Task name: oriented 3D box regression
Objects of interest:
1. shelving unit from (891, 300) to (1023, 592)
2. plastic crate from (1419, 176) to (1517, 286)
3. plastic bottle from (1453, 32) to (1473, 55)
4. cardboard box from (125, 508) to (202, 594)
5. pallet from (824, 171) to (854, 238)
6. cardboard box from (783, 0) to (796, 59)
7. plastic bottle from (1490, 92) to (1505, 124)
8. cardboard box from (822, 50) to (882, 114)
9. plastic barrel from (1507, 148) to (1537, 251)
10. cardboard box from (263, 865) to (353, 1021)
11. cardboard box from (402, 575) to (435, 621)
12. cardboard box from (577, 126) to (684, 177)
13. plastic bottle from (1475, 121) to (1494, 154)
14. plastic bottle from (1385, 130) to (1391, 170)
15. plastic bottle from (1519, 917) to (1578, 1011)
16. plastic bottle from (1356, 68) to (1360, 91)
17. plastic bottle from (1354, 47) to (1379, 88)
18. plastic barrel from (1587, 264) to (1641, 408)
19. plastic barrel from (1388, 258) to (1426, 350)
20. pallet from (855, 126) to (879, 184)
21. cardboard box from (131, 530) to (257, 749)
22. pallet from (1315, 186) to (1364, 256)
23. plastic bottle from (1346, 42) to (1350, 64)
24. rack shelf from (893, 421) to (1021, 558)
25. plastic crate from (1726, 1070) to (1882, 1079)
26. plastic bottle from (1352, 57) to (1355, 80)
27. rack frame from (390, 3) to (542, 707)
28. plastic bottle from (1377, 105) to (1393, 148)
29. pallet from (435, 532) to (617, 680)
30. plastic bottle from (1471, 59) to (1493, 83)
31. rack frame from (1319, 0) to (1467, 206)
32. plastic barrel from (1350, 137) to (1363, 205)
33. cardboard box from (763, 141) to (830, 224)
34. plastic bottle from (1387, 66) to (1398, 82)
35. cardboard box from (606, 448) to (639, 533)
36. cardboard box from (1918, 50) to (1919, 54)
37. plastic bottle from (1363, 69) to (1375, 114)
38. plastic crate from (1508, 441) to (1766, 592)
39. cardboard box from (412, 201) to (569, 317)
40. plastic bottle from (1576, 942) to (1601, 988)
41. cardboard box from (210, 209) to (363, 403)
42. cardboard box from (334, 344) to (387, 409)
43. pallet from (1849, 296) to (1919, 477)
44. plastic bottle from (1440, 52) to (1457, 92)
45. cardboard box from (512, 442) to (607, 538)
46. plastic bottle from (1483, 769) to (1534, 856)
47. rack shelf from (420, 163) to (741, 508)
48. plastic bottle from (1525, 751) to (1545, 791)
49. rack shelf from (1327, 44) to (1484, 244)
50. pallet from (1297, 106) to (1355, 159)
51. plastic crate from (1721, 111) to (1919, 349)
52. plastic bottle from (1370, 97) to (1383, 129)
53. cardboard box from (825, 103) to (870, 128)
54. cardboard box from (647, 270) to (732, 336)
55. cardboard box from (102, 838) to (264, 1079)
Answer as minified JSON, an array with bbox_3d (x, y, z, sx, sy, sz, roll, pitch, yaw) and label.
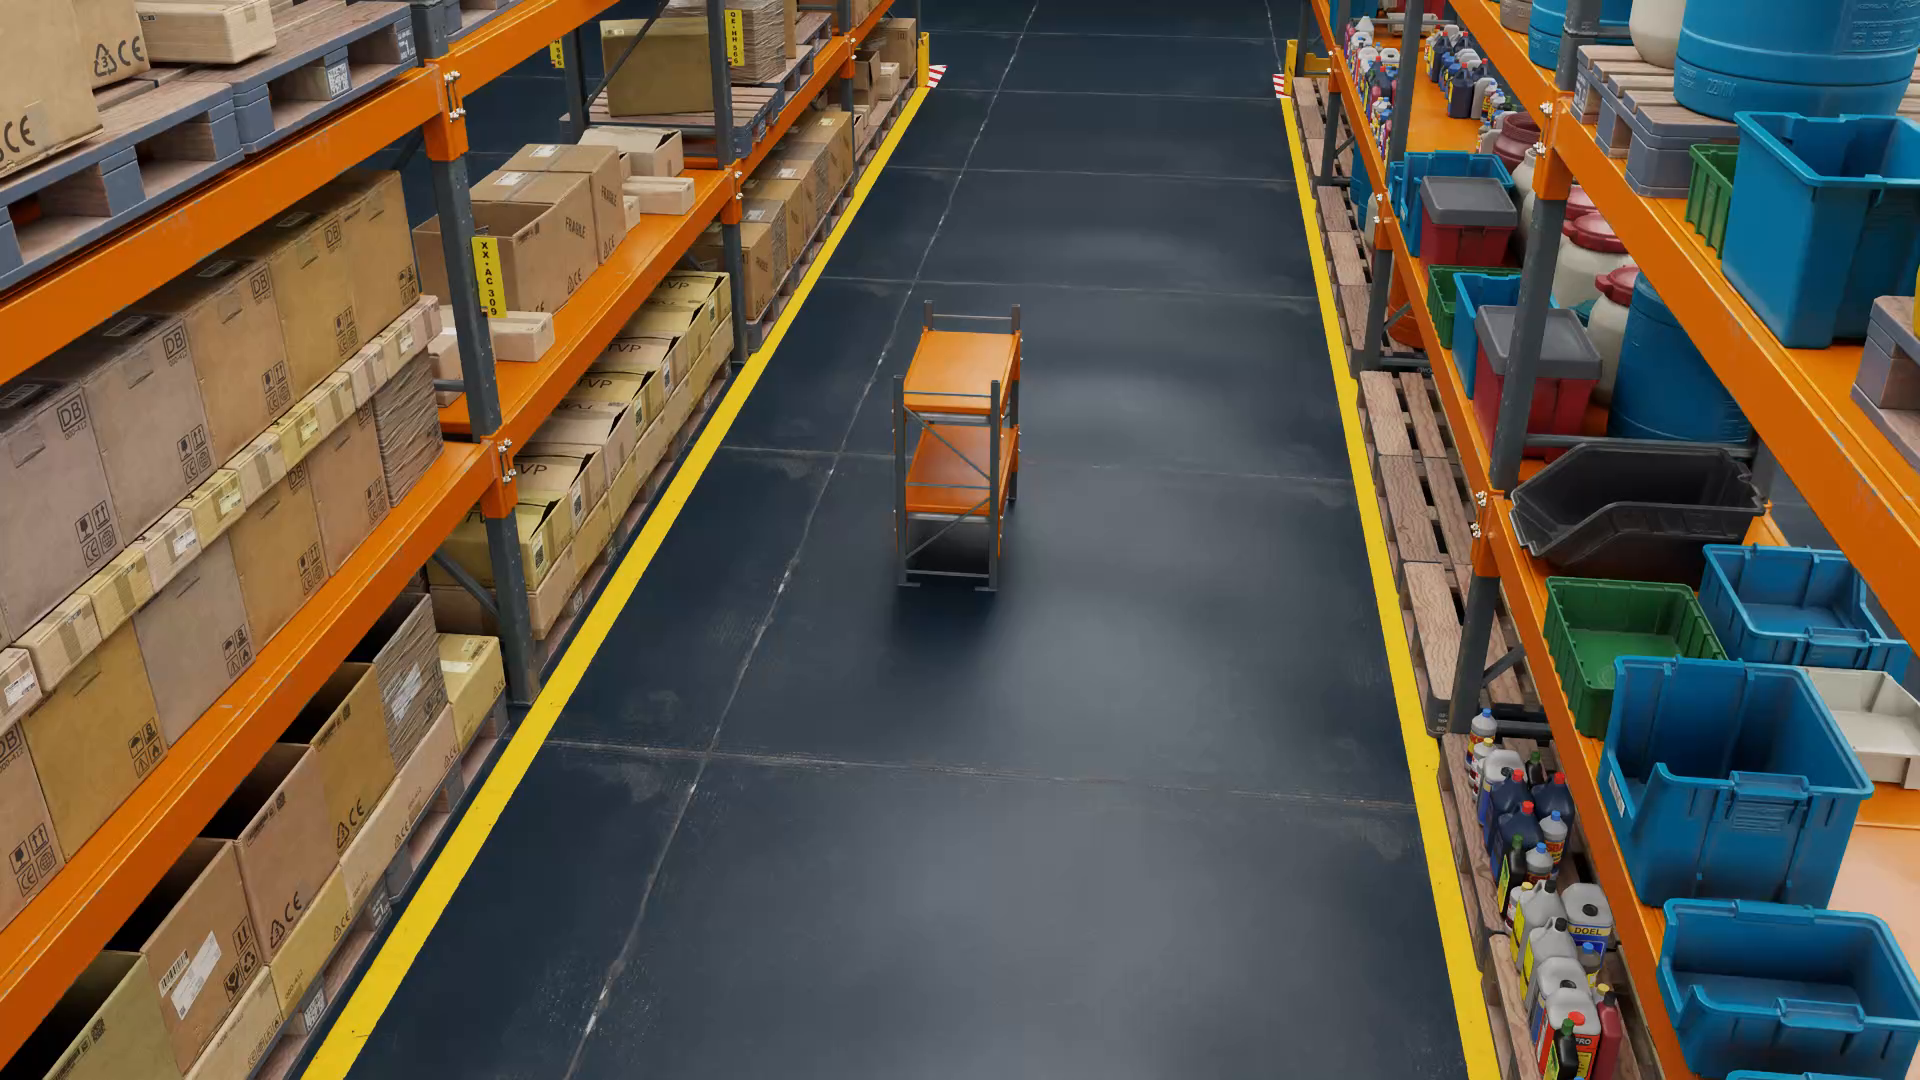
[{"bbox_3d":[0.001,-0.498,8.489,0.538,1.125,1.048,3,28,6],"label":"shelving unit"},{"bbox_3d":[2.517,-1.516,8.334,0.402,0.464,0.583,3,28,6],"label":"plastic crate"},{"bbox_3d":[3.698,-3.553,12.235,0.144,0.351,0.185,3,28,6],"label":"plastic bottle"},{"bbox_3d":[-2.426,0.020,4.761,0.380,0.149,0.250,4,29,7],"label":"cardboard box"},{"bbox_3d":[-1.469,-2.790,13.707,1.003,0.211,1.213,3,28,6],"label":"pallet"},{"bbox_3d":[-1.562,-3.797,12.087,0.700,0.500,0.500,-4,29,-7],"label":"cardboard box"},{"bbox_3d":[3.535,-2.801,10.923,0.097,0.271,0.097,0,28,0],"label":"plastic bottle"},{"bbox_3d":[-1.182,-4.383,15.890,0.797,0.503,0.637,3,28,6],"label":"cardboard box"},{"bbox_3d":[3.104,-1.783,8.780,0.421,0.512,0.421,0,28,0],"label":"plastic barrel"},{"bbox_3d":[-2.405,1.326,5.583,0.500,0.250,0.500,3,28,6],"label":"cardboard box"},{"bbox_3d":[-2.624,0.176,7.717,0.500,0.250,0.500,3,28,6],"label":"cardboard box"},{"bbox_3d":[-1.985,-2.312,9.974,0.500,0.311,0.500,5,29,9],"label":"cardboard box"},{"bbox_3d":[3.323,-2.544,10.520,0.097,0.201,0.097,0,28,0],"label":"plastic bottle"},{"bbox_3d":[2.645,-2.395,10.155,0.061,0.283,0.133,3,28,6],"label":"plastic bottle"},{"bbox_3d":[1.920,1.357,5.398,0.144,0.351,0.185,5,29,8],"label":"plastic bottle"},{"bbox_3d":[2.919,-3.342,11.999,0.097,0.201,0.097,0,28,0],"label":"plastic bottle"},{"bbox_3d":[2.960,-3.427,12.080,0.152,0.276,0.135,3,28,6],"label":"plastic bottle"},{"bbox_3d":[2.863,-0.845,7.013,0.433,0.535,0.433,0,28,0],"label":"plastic barrel"},{"bbox_3d":[3.061,-1.691,10.572,0.600,0.830,0.708,3,28,6],"label":"plastic barrel"},{"bbox_3d":[-1.322,-3.499,15.022,1.003,0.211,1.213,3,28,6],"label":"pallet"},{"bbox_3d":[-2.621,0.253,5.011,0.700,0.500,0.500,4,29,8],"label":"cardboard box"},{"bbox_3d":[3.373,-2.525,13.215,1.003,0.211,1.213,3,28,6],"label":"pallet"},{"bbox_3d":[3.028,-3.760,12.776,0.097,0.201,0.097,0,28,0],"label":"plastic bottle"},{"bbox_3d":[0.001,-0.283,8.605,0.538,0.278,1.000,3,28,6],"label":"rack shelf"},{"bbox_3d":[1.803,1.347,3.243,0.499,0.251,0.616,3,28,6],"label":"plastic crate"},{"bbox_3d":[2.964,-3.514,12.319,0.097,0.201,0.097,0,28,0],"label":"plastic bottle"},{"bbox_3d":[-2.387,-0.637,6.771,1.000,3.000,0.127,3,28,6],"label":"rack frame"},{"bbox_3d":[2.729,-2.643,10.629,0.097,0.271,0.097,0,28,0],"label":"plastic bottle"},{"bbox_3d":[-2.336,0.241,8.080,1.003,0.211,1.213,3,28,6],"label":"pallet"},{"bbox_3d":[3.586,-3.122,11.434,0.144,0.351,0.185,3,28,6],"label":"plastic bottle"},{"bbox_3d":[3.509,-4.114,13.223,1.000,3.000,0.127,3,28,6],"label":"rack frame"},{"bbox_3d":[3.425,-3.120,13.148,0.600,0.901,0.708,3,28,6],"label":"plastic barrel"},{"bbox_3d":[-1.314,-2.779,12.918,0.500,0.500,0.500,4,29,7],"label":"cardboard box"},{"bbox_3d":[3.010,-3.163,11.594,0.097,0.271,0.097,0,28,0],"label":"plastic bottle"},{"bbox_3d":[-1.967,-0.272,8.548,0.500,0.250,0.500,3,28,5],"label":"cardboard box"},{"bbox_3d":[8.695,-3.805,14.447,0.875,0.875,0.875,3,28,6],"label":"cardboard box"},{"bbox_3d":[2.824,-3.082,11.432,0.061,0.283,0.133,3,28,6],"label":"plastic bottle"},{"bbox_3d":[2.338,-0.081,5.804,0.767,0.338,0.504,3,28,6],"label":"plastic crate"},{"bbox_3d":[-2.212,-1.290,7.876,0.500,0.500,0.500,5,29,10],"label":"cardboard box"},{"bbox_3d":[2.045,1.409,5.458,0.097,0.201,0.097,0,28,0],"label":"plastic bottle"},{"bbox_3d":[-2.496,-0.805,5.609,0.700,0.500,0.500,3,28,6],"label":"cardboard box"},{"bbox_3d":[-2.270,-0.587,5.887,0.380,0.149,0.250,3,28,5],"label":"cardboard box"},{"bbox_3d":[2.237,-0.086,2.784,1.003,0.211,1.213,3,28,6],"label":"pallet"},{"bbox_3d":[3.532,-3.378,11.994,0.097,0.271,0.097,0,28,0],"label":"plastic bottle"},{"bbox_3d":[-2.023,-0.274,7.961,0.500,0.311,0.500,3,28,6],"label":"cardboard box"},{"bbox_3d":[2.018,0.980,6.096,0.144,0.351,0.185,4,29,8],"label":"plastic bottle"},{"bbox_3d":[-2.142,-1.262,8.689,1.077,0.370,4.000,3,28,6],"label":"rack shelf"},{"bbox_3d":[2.147,0.939,6.245,0.061,0.283,0.133,3,28,6],"label":"plastic bottle"},{"bbox_3d":[3.263,-2.855,11.646,1.077,0.370,4.000,3,28,6],"label":"rack shelf"},{"bbox_3d":[3.707,-3.810,15.600,1.003,0.211,1.213,3,28,6],"label":"pallet"},{"bbox_3d":[1.973,-0.694,3.729,0.392,0.384,0.575,3,28,6],"label":"plastic crate"},{"bbox_3d":[2.789,-2.841,11.070,0.097,0.201,0.097,0,28,0],"label":"plastic bottle"},{"bbox_3d":[-1.045,-3.942,15.428,0.380,0.166,0.250,3,28,6],"label":"cardboard box"},{"bbox_3d":[-1.717,-1.481,10.201,0.500,0.311,0.500,4,29,8],"label":"cardboard box"},{"bbox_3d":[-2.483,1.230,4.970,0.500,0.500,0.500,3,28,6],"label":"cardboard box"}]
